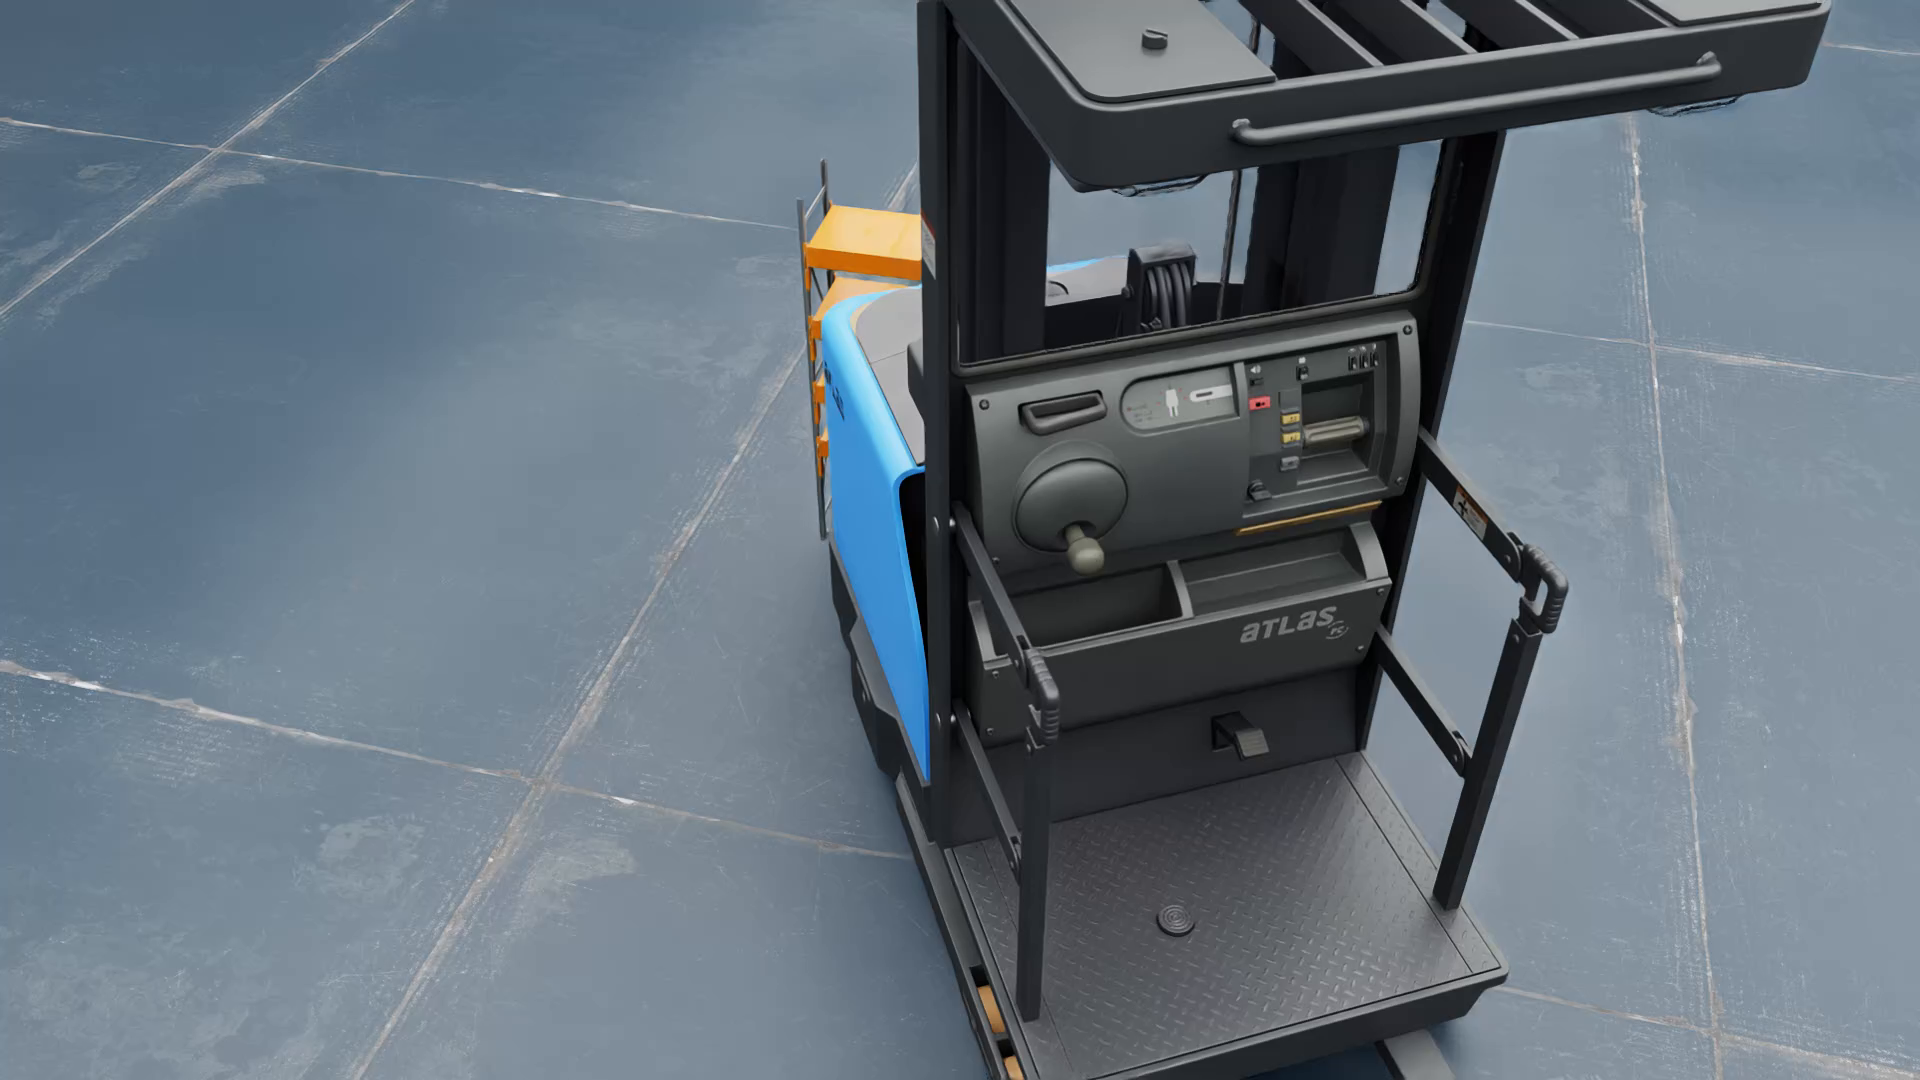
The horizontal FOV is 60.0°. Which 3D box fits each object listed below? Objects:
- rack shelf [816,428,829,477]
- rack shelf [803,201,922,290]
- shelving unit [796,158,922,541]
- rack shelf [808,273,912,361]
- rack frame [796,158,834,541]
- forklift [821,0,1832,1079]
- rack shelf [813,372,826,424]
[{"bbox_3d":[-0.169,-0.293,5.079,0.480,0.148,0.258,9,41,10],"label":"rack shelf"},{"bbox_3d":[-0.169,-0.798,4.656,0.480,0.148,0.258,9,41,10],"label":"rack shelf"},{"bbox_3d":[-0.169,-0.497,4.908,0.503,1.200,0.258,9,41,10],"label":"shelving unit"},{"bbox_3d":[-0.169,-0.616,4.808,0.480,0.148,0.258,9,41,10],"label":"rack shelf"},{"bbox_3d":[-0.406,-0.533,4.952,0.015,1.200,0.240,9,41,10],"label":"rack frame"},{"bbox_3d":[0.538,-0.109,3.101,1.130,2.935,3.031,-11,41,-13],"label":"forklift"},{"bbox_3d":[-0.169,-0.445,4.952,0.480,0.148,0.258,9,41,10],"label":"rack shelf"}]
